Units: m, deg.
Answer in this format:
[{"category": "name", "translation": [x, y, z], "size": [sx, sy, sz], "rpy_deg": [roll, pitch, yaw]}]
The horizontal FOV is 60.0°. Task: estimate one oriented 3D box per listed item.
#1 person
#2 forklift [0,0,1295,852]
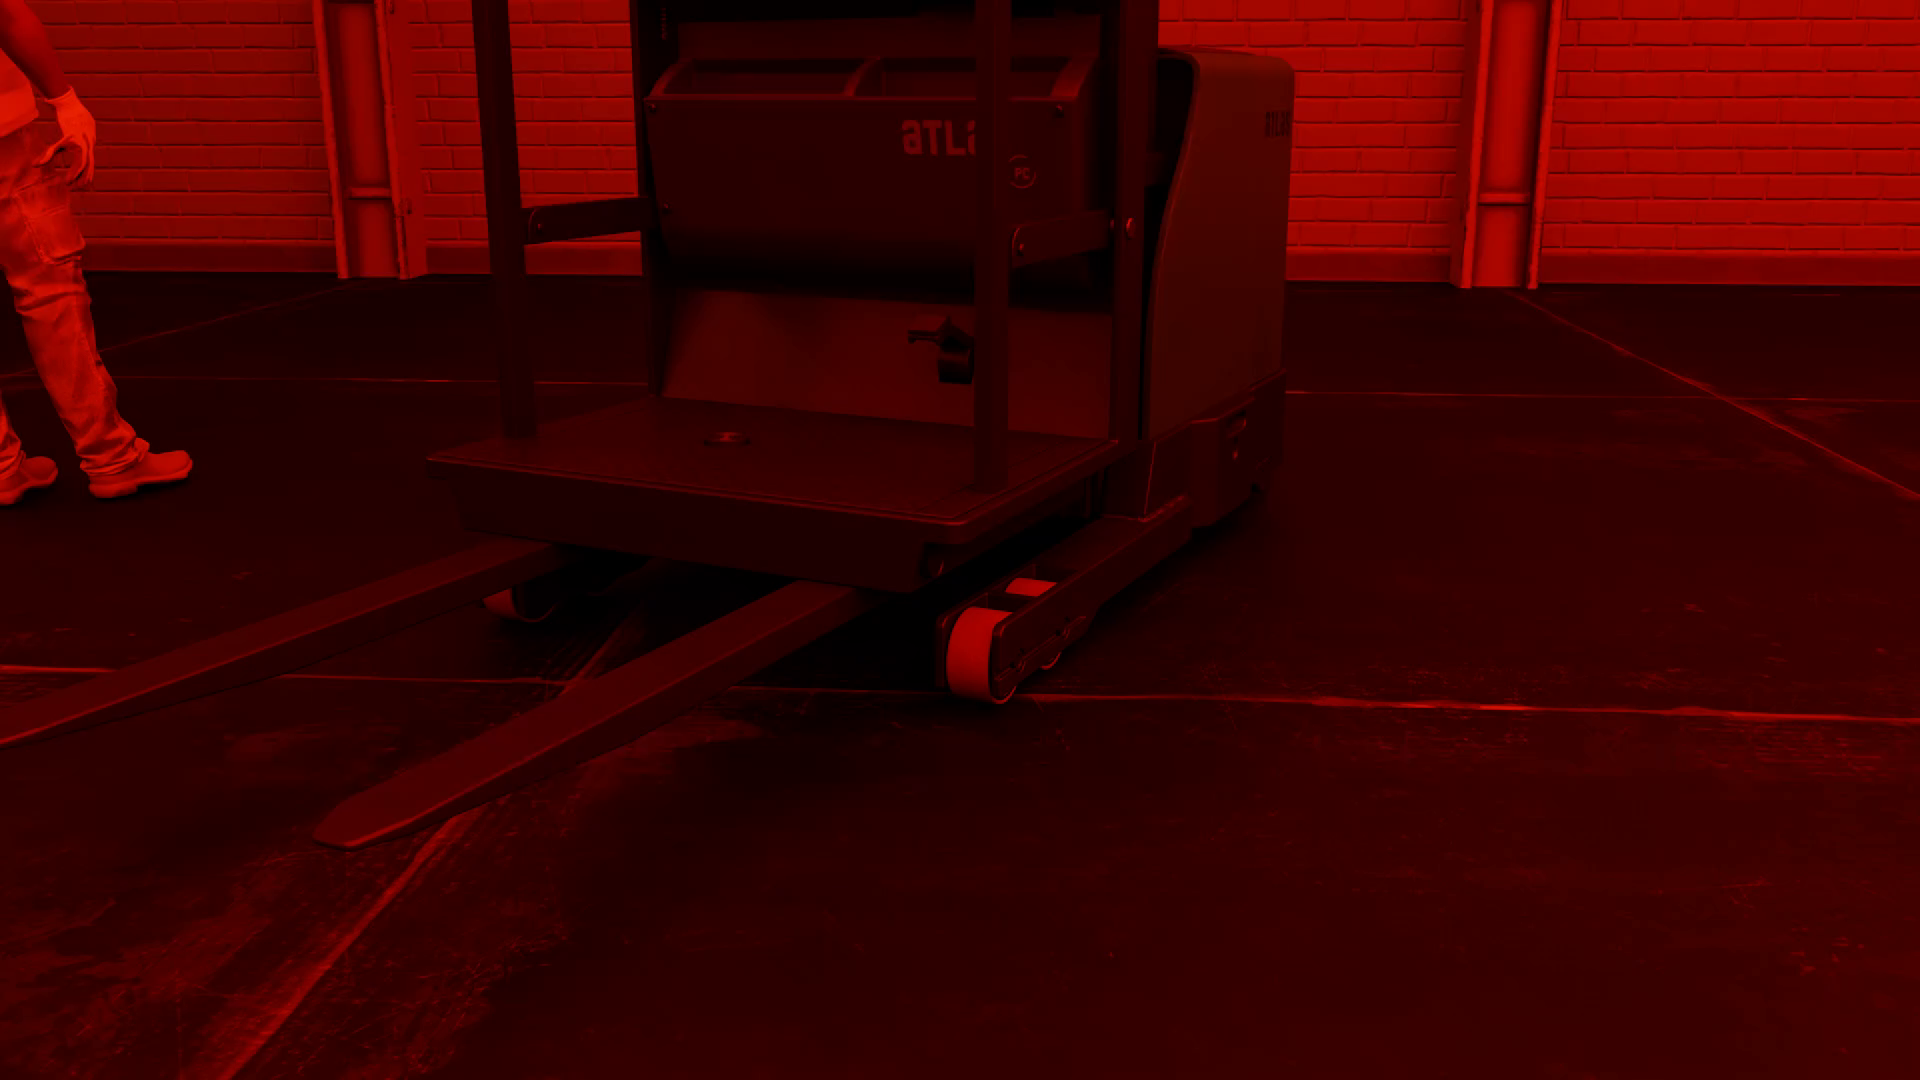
[{"category": "person", "translation": [-2.360, -0.974, 3.969], "size": [0.656, 1.782, 0.578], "rpy_deg": [2, 15, 8]}, {"category": "forklift", "translation": [-0.277, -1.268, 2.889], "size": [1.130, 2.935, 3.031], "rpy_deg": [7, 17, 25]}]
